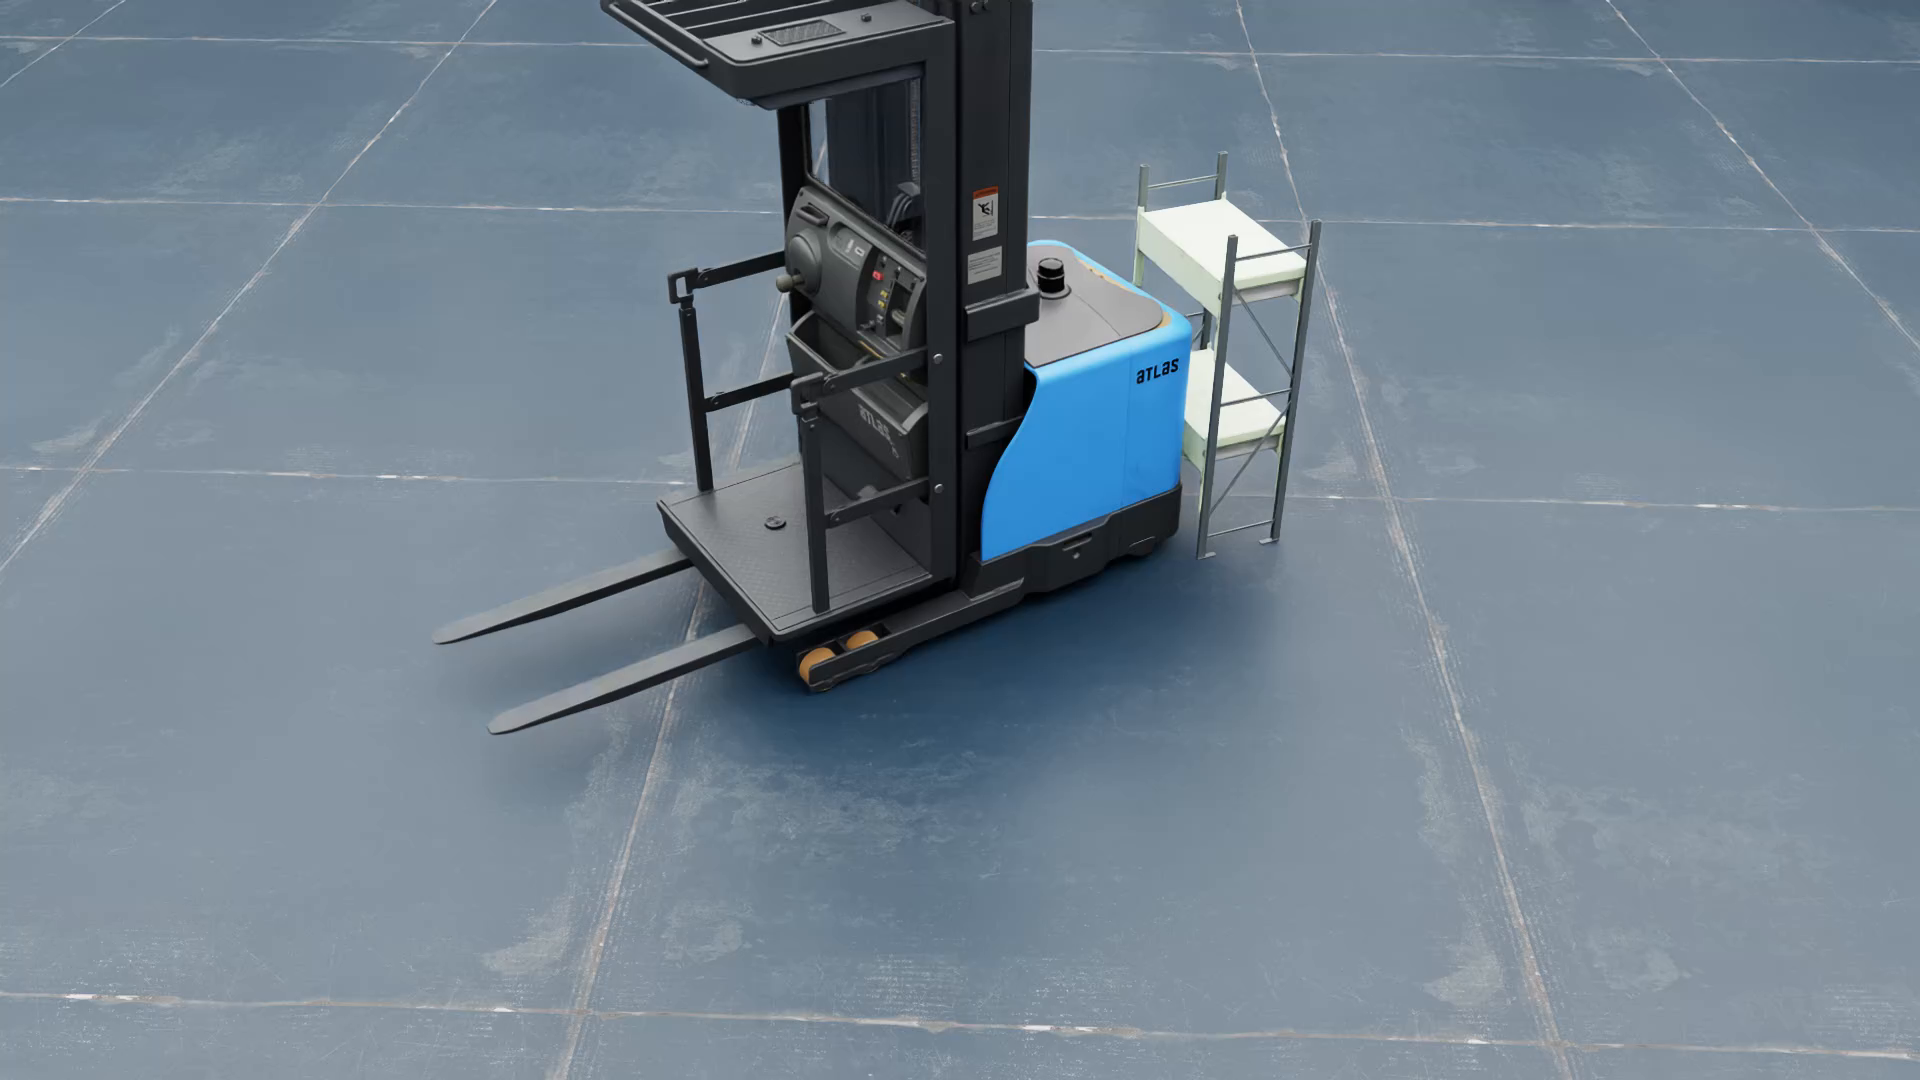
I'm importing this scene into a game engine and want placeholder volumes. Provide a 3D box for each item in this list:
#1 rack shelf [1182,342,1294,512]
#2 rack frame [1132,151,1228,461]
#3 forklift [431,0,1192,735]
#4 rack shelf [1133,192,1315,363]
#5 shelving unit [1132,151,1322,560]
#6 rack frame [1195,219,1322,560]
[{"bbox_3d":[1.065,-0.503,7.229,0.431,0.370,0.720,-13,37,-18],"label":"rack shelf"},{"bbox_3d":[0.929,-0.965,7.319,0.400,1.500,0.023,-13,37,-18],"label":"rack frame"},{"bbox_3d":[-0.569,-0.964,6.072,3.031,2.935,1.130,-20,40,-26],"label":"forklift"},{"bbox_3d":[1.065,-1.089,6.817,0.431,0.370,0.720,-13,37,-18],"label":"rack shelf"},{"bbox_3d":[1.065,-0.770,7.041,0.431,1.500,0.755,-13,37,-18],"label":"shelving unit"},{"bbox_3d":[1.201,-0.574,6.763,0.400,1.500,0.023,-13,37,-18],"label":"rack frame"}]
